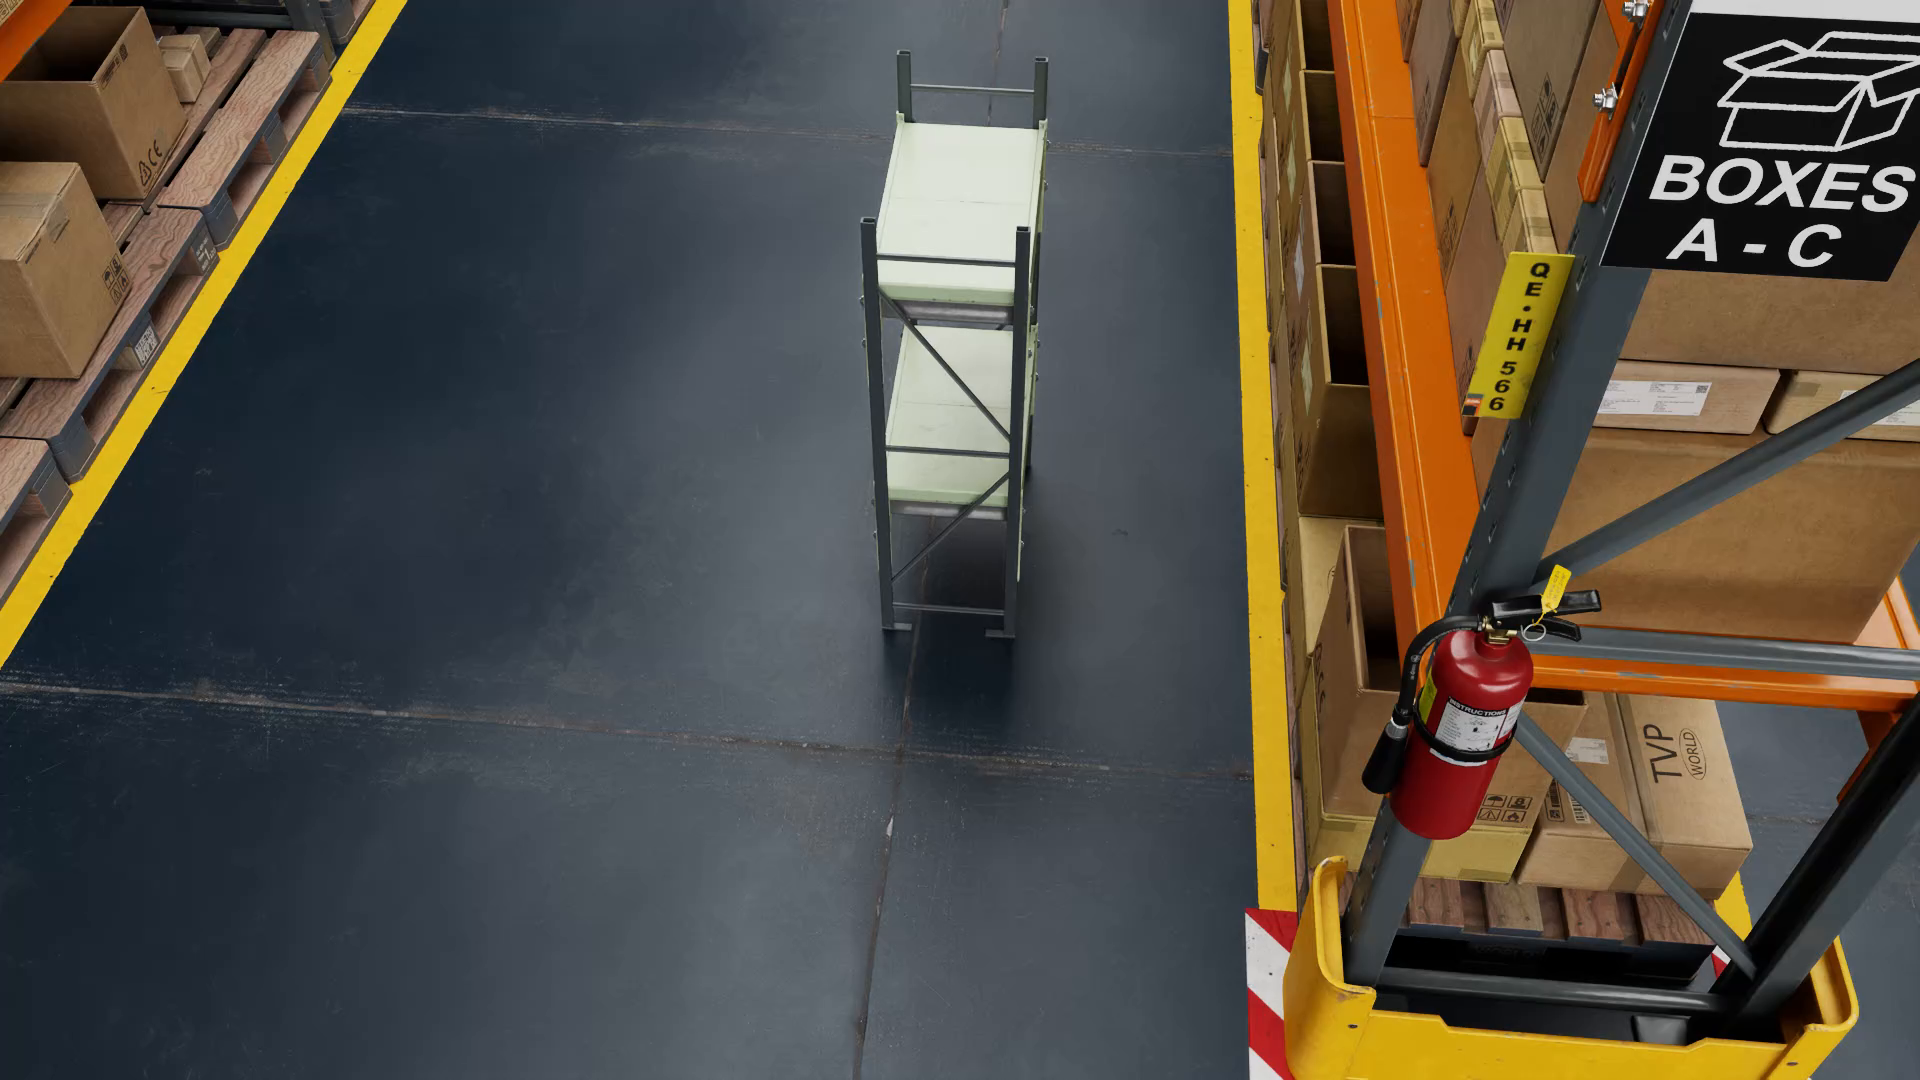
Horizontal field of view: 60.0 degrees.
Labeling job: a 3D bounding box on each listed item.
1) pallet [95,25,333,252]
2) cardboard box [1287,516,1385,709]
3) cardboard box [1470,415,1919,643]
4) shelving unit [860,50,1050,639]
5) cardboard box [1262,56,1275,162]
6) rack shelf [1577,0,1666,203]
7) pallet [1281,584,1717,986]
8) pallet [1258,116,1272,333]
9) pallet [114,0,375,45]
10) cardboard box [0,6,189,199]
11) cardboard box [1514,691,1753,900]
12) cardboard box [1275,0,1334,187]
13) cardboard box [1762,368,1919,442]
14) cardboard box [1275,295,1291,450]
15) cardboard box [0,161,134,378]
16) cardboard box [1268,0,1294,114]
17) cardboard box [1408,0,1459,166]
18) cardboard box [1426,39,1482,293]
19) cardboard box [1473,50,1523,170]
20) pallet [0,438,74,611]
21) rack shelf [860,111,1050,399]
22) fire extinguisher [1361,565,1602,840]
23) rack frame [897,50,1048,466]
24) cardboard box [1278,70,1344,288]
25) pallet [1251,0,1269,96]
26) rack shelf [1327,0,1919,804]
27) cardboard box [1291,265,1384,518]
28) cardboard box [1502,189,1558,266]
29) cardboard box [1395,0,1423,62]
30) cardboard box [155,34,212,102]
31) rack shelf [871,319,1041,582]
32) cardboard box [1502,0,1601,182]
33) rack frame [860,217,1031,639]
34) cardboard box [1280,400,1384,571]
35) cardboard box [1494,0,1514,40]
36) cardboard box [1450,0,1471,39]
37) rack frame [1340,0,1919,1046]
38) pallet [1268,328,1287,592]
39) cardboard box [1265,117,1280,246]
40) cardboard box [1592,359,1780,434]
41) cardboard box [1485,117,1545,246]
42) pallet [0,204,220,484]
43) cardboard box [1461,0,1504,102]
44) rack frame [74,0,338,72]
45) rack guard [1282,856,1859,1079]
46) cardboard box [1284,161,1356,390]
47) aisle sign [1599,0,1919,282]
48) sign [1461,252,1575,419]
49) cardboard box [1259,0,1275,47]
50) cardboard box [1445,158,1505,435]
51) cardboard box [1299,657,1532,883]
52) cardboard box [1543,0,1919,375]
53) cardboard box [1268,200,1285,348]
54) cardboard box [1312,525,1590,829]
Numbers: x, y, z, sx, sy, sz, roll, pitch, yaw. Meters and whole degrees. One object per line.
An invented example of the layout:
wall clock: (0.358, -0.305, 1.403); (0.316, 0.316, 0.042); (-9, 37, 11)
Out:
pallet: (-3.199, -1.624, 6.592); (1.003, 0.211, 1.213); (4, 48, 4)
cardboard box: (1.184, 0.213, 4.601); (0.500, 0.250, 0.500); (4, 48, 4)
cardboard box: (1.451, -0.167, 3.302); (0.700, 0.500, 0.500); (4, 48, 4)
shelving unit: (-0.001, -0.501, 4.692); (0.431, 1.500, 0.755); (4, 48, 4)
cardboard box: (1.416, -1.624, 6.281); (0.500, 0.250, 0.500); (4, 48, 4)
rack shelf: (1.578, -2.030, 3.529); (1.077, 0.370, 4.000); (4, 48, 4)
pallet: (1.423, 0.585, 4.571); (1.003, 0.211, 1.213); (4, 48, 4)
pallet: (1.646, -1.208, 6.211); (1.003, 0.211, 1.213); (4, 48, 4)
pallet: (-3.104, -2.692, 7.569); (1.003, 0.211, 1.213); (4, 48, 4)
cardboard box: (-3.228, -1.600, 6.077); (0.500, 0.500, 0.500); (1, 48, 1)
cardboard box: (1.666, 0.616, 4.232); (0.500, 0.250, 0.500); (4, 48, 4)
cardboard box: (1.368, -1.509, 5.668); (0.500, 0.500, 0.500); (4, 48, 4)
cardboard box: (1.646, -0.317, 3.000); (0.380, 0.149, 0.250); (4, 48, 3)
cardboard box: (1.275, -0.522, 5.273); (0.500, 0.250, 0.500); (4, 48, 4)
cardboard box: (-3.217, -0.883, 5.421); (0.700, 0.500, 0.500); (1, 48, 1)
cardboard box: (1.406, -1.877, 6.005); (0.500, 0.500, 0.500); (4, 48, 4)
cardboard box: (1.589, -1.305, 4.343); (0.700, 0.500, 0.500); (5, 48, 5)
cardboard box: (1.545, -0.918, 3.989); (0.700, 0.500, 0.500); (4, 48, 4)
cardboard box: (1.311, -0.902, 3.535); (0.380, 0.149, 0.250); (4, 48, 4)
pallet: (-3.422, 0.169, 4.952); (1.003, 0.211, 1.213); (4, 48, 4)
rack shelf: (-0.001, -0.765, 4.404); (0.431, 0.370, 0.720); (4, 48, 4)
fire extinguisher: (0.922, 0.291, 3.004); (0.296, 0.674, 0.183); (4, 48, 4)
rack frame: (0.033, -0.770, 4.938); (0.400, 1.500, 0.023); (4, 48, 4)
cardboard box: (1.315, -1.142, 5.333); (0.500, 0.500, 0.500); (4, 48, 4)
pallet: (1.788, -2.333, 7.241); (1.003, 0.211, 1.213); (4, 48, 4)
rack shelf: (1.578, -1.018, 4.636); (1.077, 0.370, 4.000); (4, 48, 4)
cardboard box: (1.224, -0.408, 4.661); (0.500, 0.500, 0.500); (4, 48, 4)
cardboard box: (1.263, -0.530, 3.194); (0.380, 0.149, 0.250); (5, 48, 5)
cardboard box: (1.635, -1.681, 4.687); (0.700, 0.500, 0.500); (5, 48, 4)
cardboard box: (-3.192, -1.858, 6.538); (0.380, 0.166, 0.250); (-2, 48, -2)
rack shelf: (-0.001, -0.281, 4.933); (0.431, 0.370, 0.720); (4, 48, 4)
cardboard box: (1.498, -1.030, 3.213); (0.700, 0.500, 0.500); (3, 48, 3)
rack frame: (-0.034, -0.232, 4.446); (0.400, 1.500, 0.023); (4, 48, 4)
cardboard box: (1.227, -0.154, 4.937); (0.500, 0.250, 0.500); (4, 48, 4)
cardboard box: (1.543, -1.401, 3.552); (0.700, 0.500, 0.500); (4, 48, 4)
cardboard box: (1.357, -1.289, 3.889); (0.380, 0.149, 0.250); (5, 48, 5)
rack frame: (1.395, 0.209, 3.026); (1.000, 3.000, 0.127); (4, 48, 4)
pallet: (1.537, -0.309, 5.389); (1.003, 0.211, 1.213); (4, 48, 4)
cardboard box: (1.365, -1.256, 5.945); (0.500, 0.250, 0.500); (4, 48, 4)
cardboard box: (1.240, -0.337, 3.018); (0.380, 0.149, 0.250); (3, 48, 3)
cardboard box: (1.286, -0.717, 3.366); (0.380, 0.149, 0.250); (3, 48, 3)
pallet: (-3.308, -0.725, 5.770); (1.003, 0.211, 1.213); (4, 48, 4)
cardboard box: (1.335, -1.095, 3.712); (0.380, 0.149, 0.250); (5, 48, 5)
rack frame: (-3.173, -3.061, 6.017); (1.000, 3.000, 0.127); (4, 48, 4)
rack guard: (1.393, 1.070, 3.932); (1.175, 0.500, 0.348); (4, 48, 4)
cardboard box: (1.271, -0.775, 4.997); (0.500, 0.500, 0.500); (4, 48, 4)
aisle sign: (1.097, -0.640, 2.041); (0.394, 0.787, 0.004); (4, 48, 4)
sign: (0.856, -0.308, 2.554); (0.100, 0.325, 0.005); (4, 48, 4)
cardboard box: (1.509, -2.268, 6.871); (0.500, 0.250, 0.500); (3, 48, 3)
cardboard box: (1.494, -0.553, 3.655); (0.700, 0.500, 0.500); (5, 48, 5)
cardboard box: (1.150, 0.581, 4.264); (0.500, 0.250, 0.500); (4, 48, 4)
cardboard box: (1.455, -0.644, 2.859); (0.700, 0.500, 0.500); (4, 48, 4)
cardboard box: (1.314, -0.889, 5.609); (0.500, 0.250, 0.500); (4, 48, 4)
cardboard box: (1.148, 0.328, 3.988); (0.500, 0.500, 0.500); (4, 48, 4)
